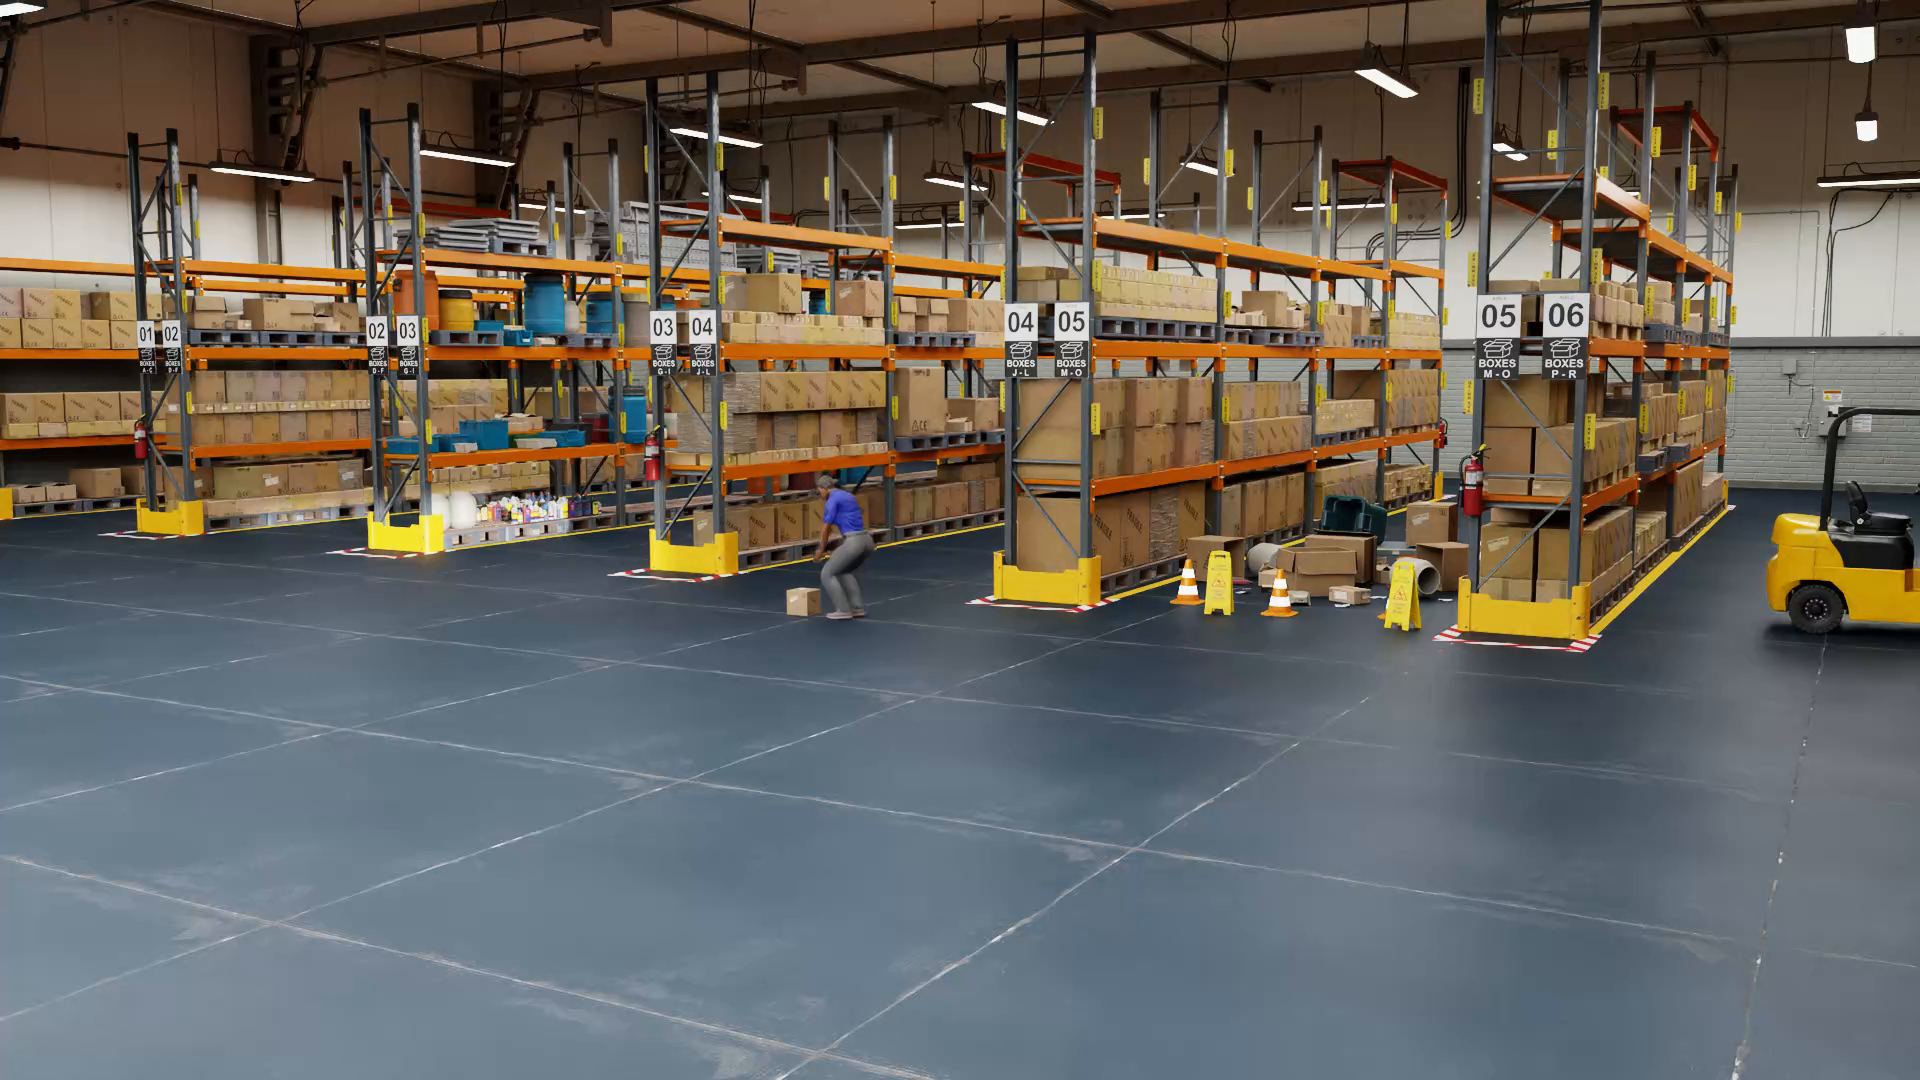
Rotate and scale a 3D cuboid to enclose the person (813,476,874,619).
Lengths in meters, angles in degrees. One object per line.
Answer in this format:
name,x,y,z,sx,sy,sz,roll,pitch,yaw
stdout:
person,-1.180,0.077,16.751,0.576,1.441,0.492,3,7,29
